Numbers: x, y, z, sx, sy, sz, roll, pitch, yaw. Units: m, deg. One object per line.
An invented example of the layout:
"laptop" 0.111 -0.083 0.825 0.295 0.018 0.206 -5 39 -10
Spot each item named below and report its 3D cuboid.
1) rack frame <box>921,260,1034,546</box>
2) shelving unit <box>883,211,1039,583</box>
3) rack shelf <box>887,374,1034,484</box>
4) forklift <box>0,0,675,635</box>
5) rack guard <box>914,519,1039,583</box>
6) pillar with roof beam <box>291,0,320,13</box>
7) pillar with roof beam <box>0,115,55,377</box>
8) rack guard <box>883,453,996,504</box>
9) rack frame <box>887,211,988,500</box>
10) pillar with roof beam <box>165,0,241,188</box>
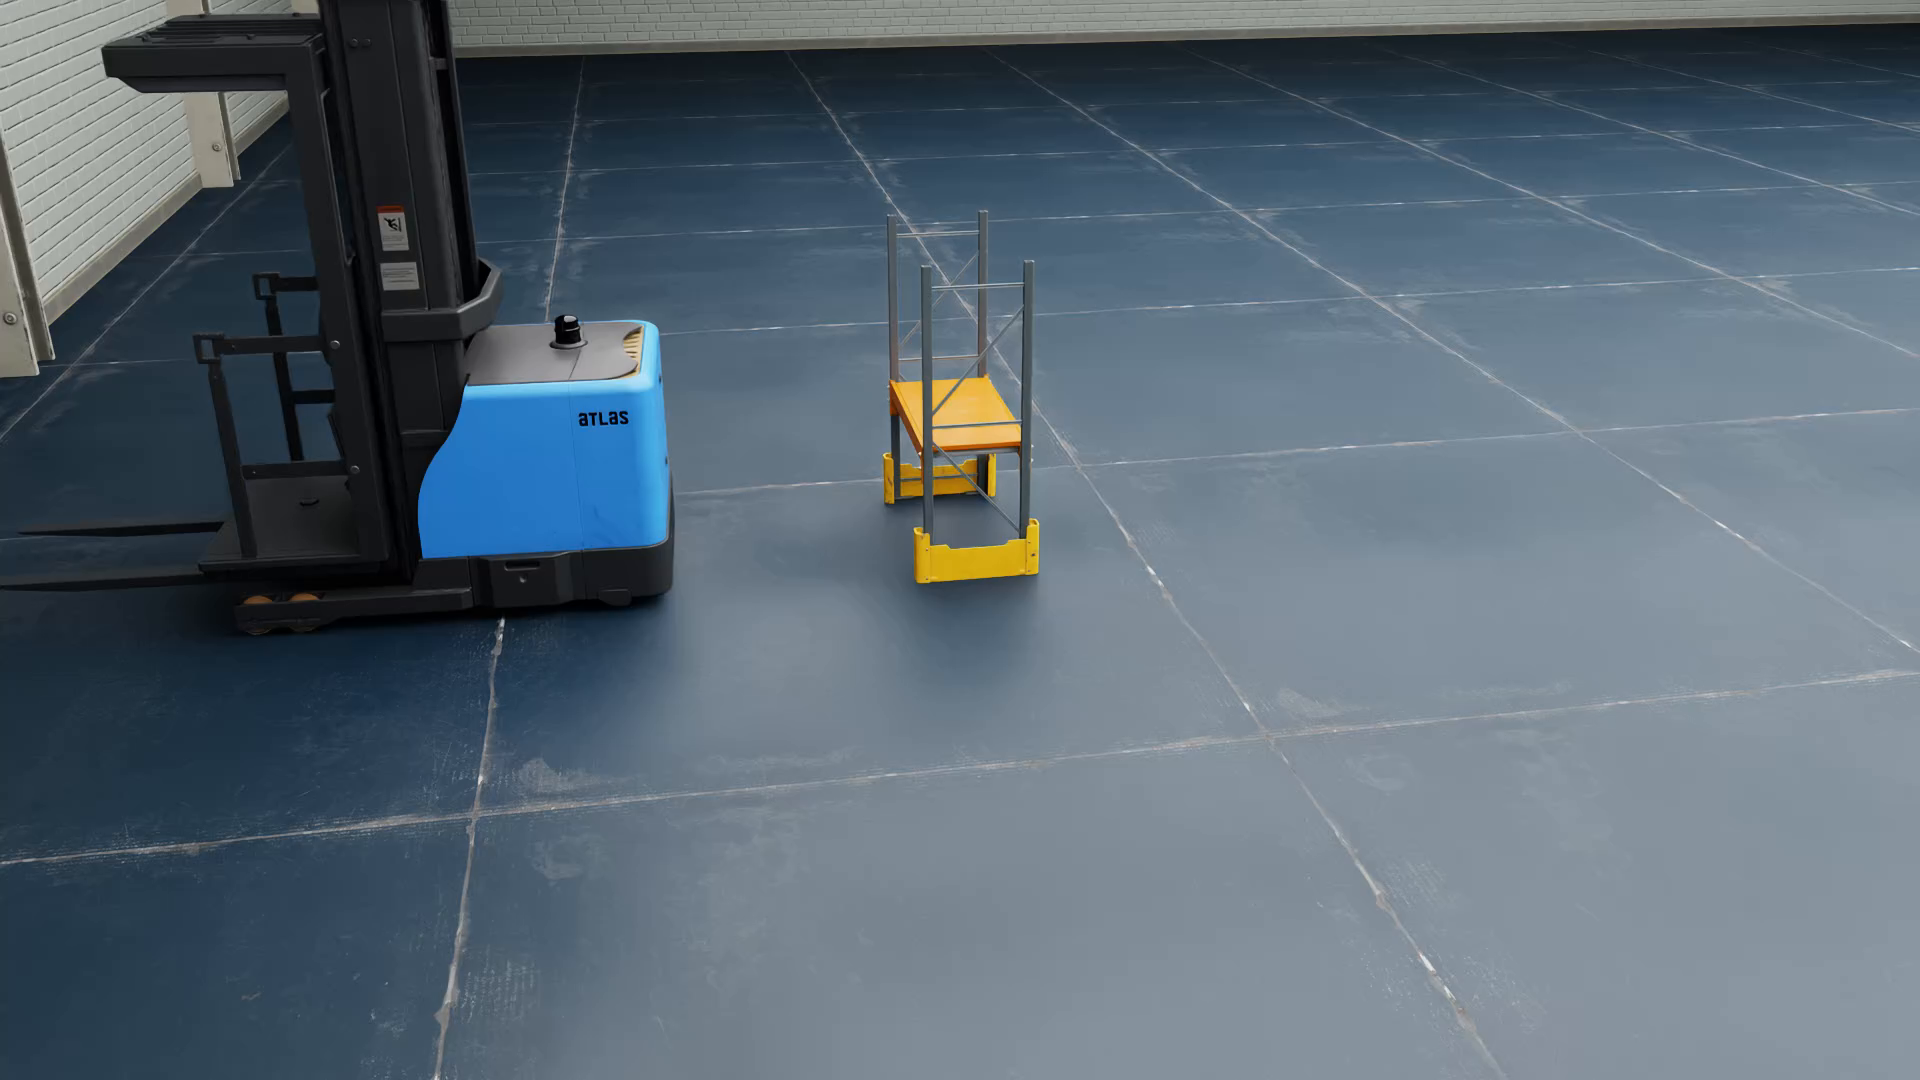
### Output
"rack frame" 0.078 -0.521 7.569 0.500 1.500 0.032 -4 24 -10
"shelving unit" -0.014 -0.717 8.018 0.587 1.500 1.083 -4 24 -10
"rack shelf" -0.016 -0.556 8.099 0.538 0.185 1.000 -4 24 -10
"forklift" -2.875 -1.153 7.228 3.031 2.935 1.130 -3 24 -7
"rack guard" 0.078 0.051 7.820 0.587 0.250 0.087 -4 24 -10
"pillar with roof beam" -4.098 -10.285 20.555 9.100 9.000 0.400 -4 24 -10
"pillar with roof beam" -1.879 -5.565 9.748 9.100 9.000 0.400 -4 24 -10
"rack guard" -0.106 -0.340 8.717 0.587 0.250 0.087 -4 24 -10
"rack frame" -0.110 -0.921 8.484 0.500 1.500 0.032 -4 24 -10
"pillar with roof beam" -2.989 -7.925 15.151 9.100 9.000 0.400 -4 24 -10
